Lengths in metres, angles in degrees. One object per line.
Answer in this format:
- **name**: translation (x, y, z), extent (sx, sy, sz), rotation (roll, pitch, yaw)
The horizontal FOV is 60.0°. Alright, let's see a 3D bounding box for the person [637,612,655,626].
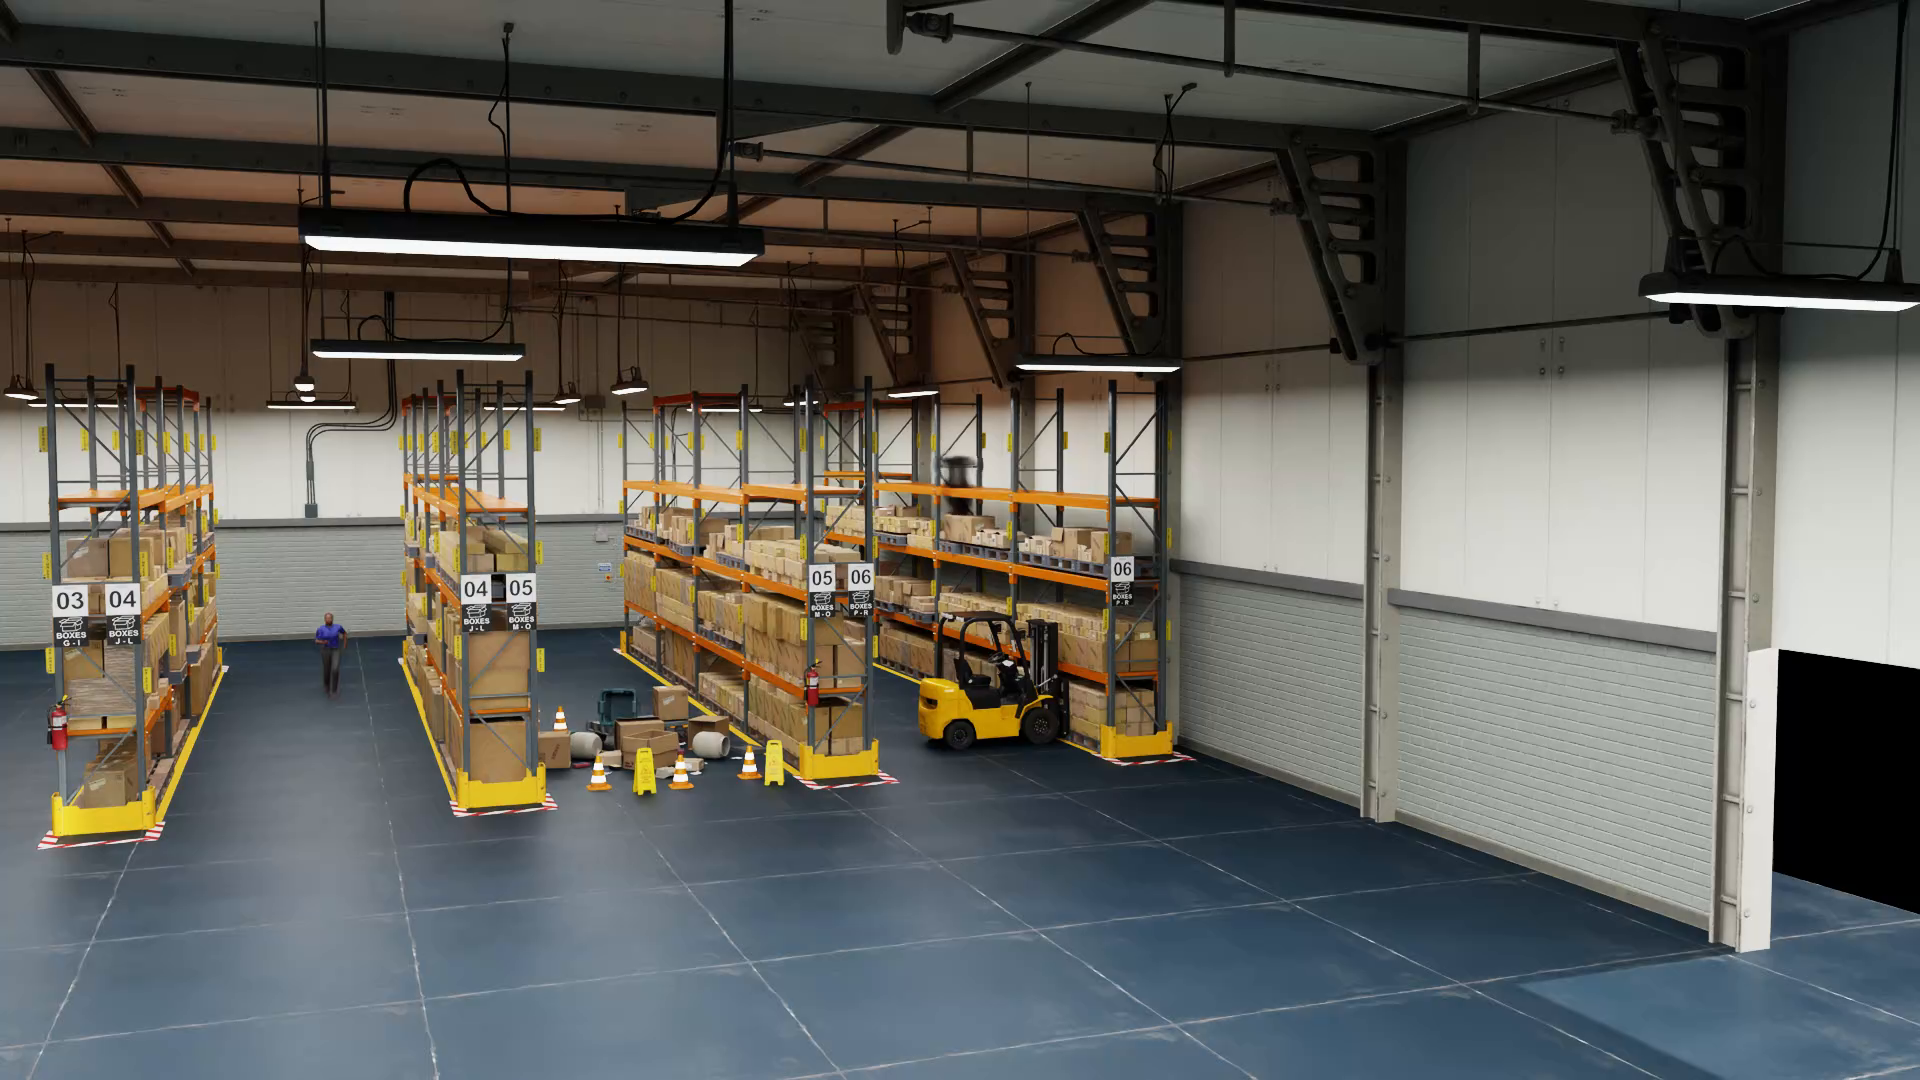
- **person**: translation (-8.066, 1.633, 42.825), extent (0.696, 1.741, 0.939), rotation (3, 5, 44)

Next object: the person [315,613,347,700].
- **person**: translation (-12.385, 2.267, 32.755), extent (0.568, 1.699, 0.898), rotation (-1, 3, -16)
